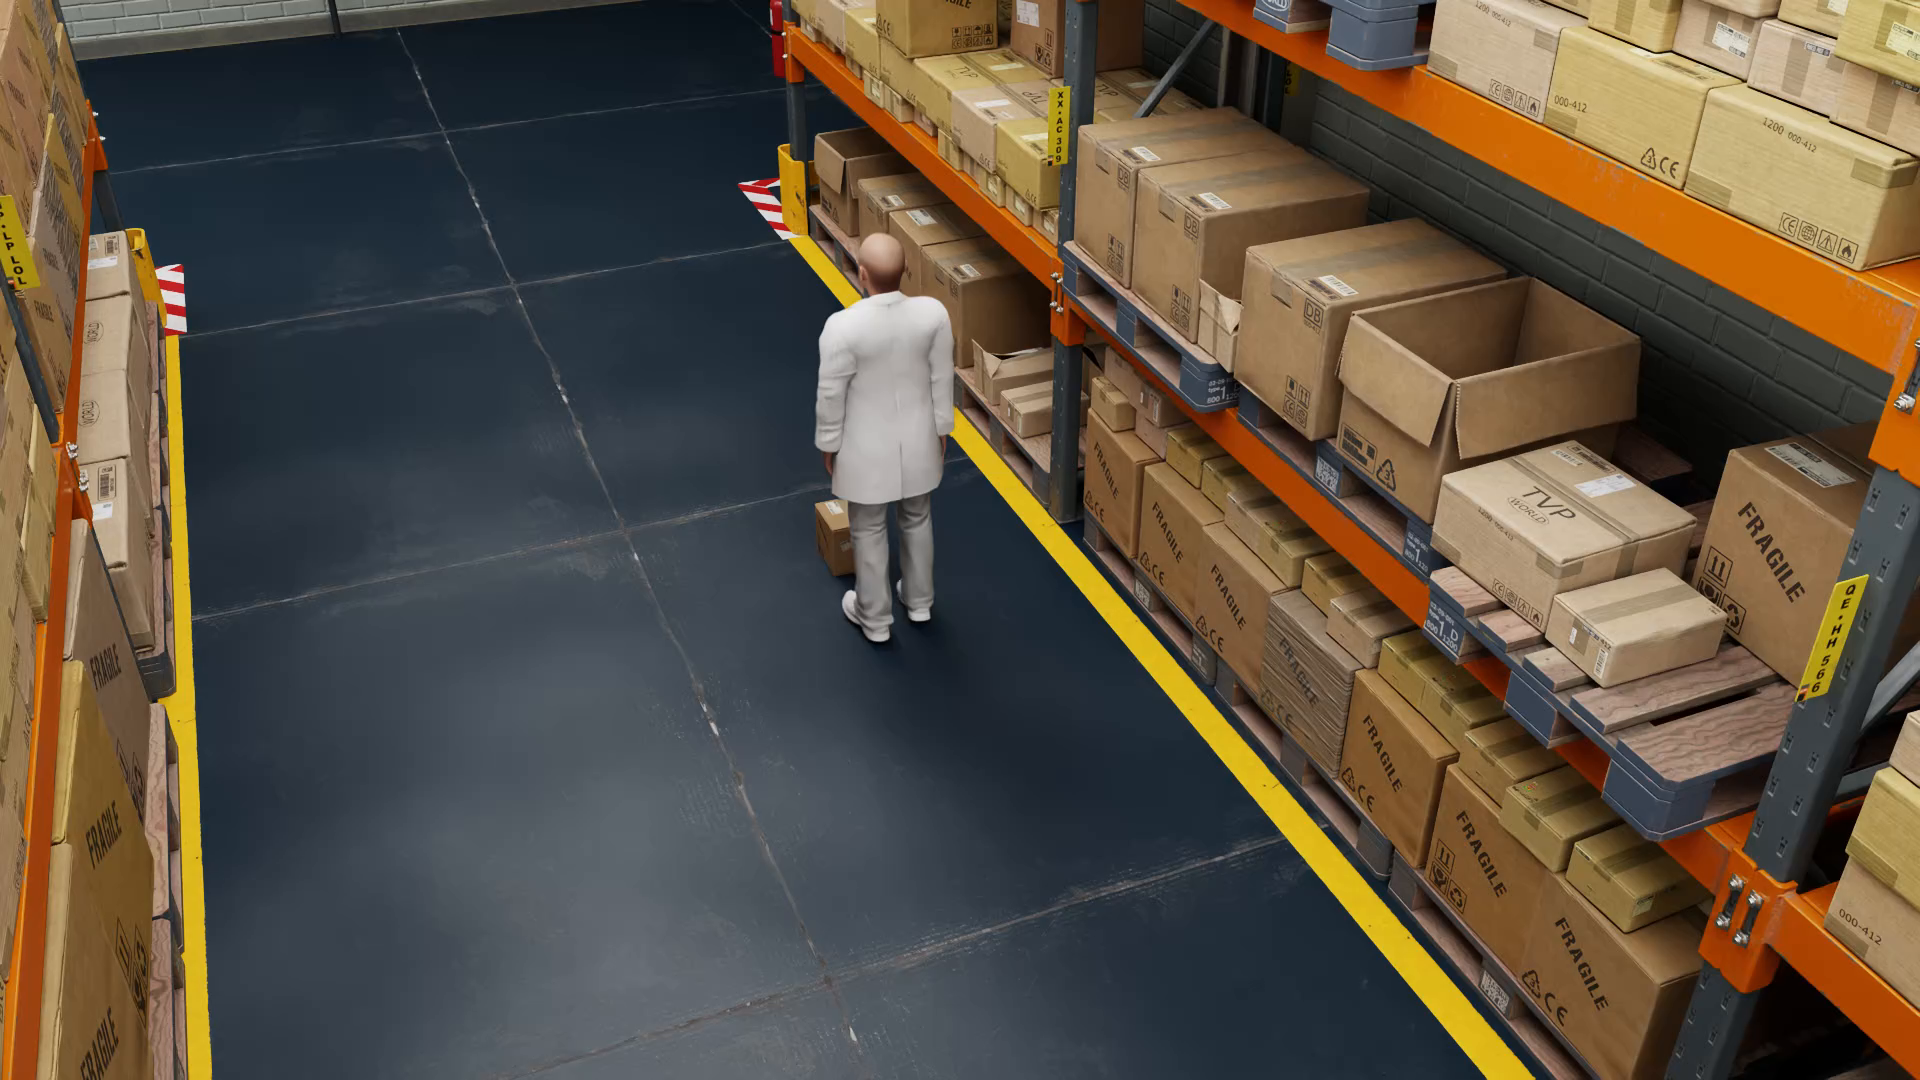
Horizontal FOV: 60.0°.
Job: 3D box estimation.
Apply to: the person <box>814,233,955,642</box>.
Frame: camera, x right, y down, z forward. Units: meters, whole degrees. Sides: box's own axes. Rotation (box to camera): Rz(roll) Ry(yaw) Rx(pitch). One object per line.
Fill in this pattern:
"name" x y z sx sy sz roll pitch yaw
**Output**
"person" -0.316 -0.415 6.798 0.583 1.812 0.429 -13 35 -19
